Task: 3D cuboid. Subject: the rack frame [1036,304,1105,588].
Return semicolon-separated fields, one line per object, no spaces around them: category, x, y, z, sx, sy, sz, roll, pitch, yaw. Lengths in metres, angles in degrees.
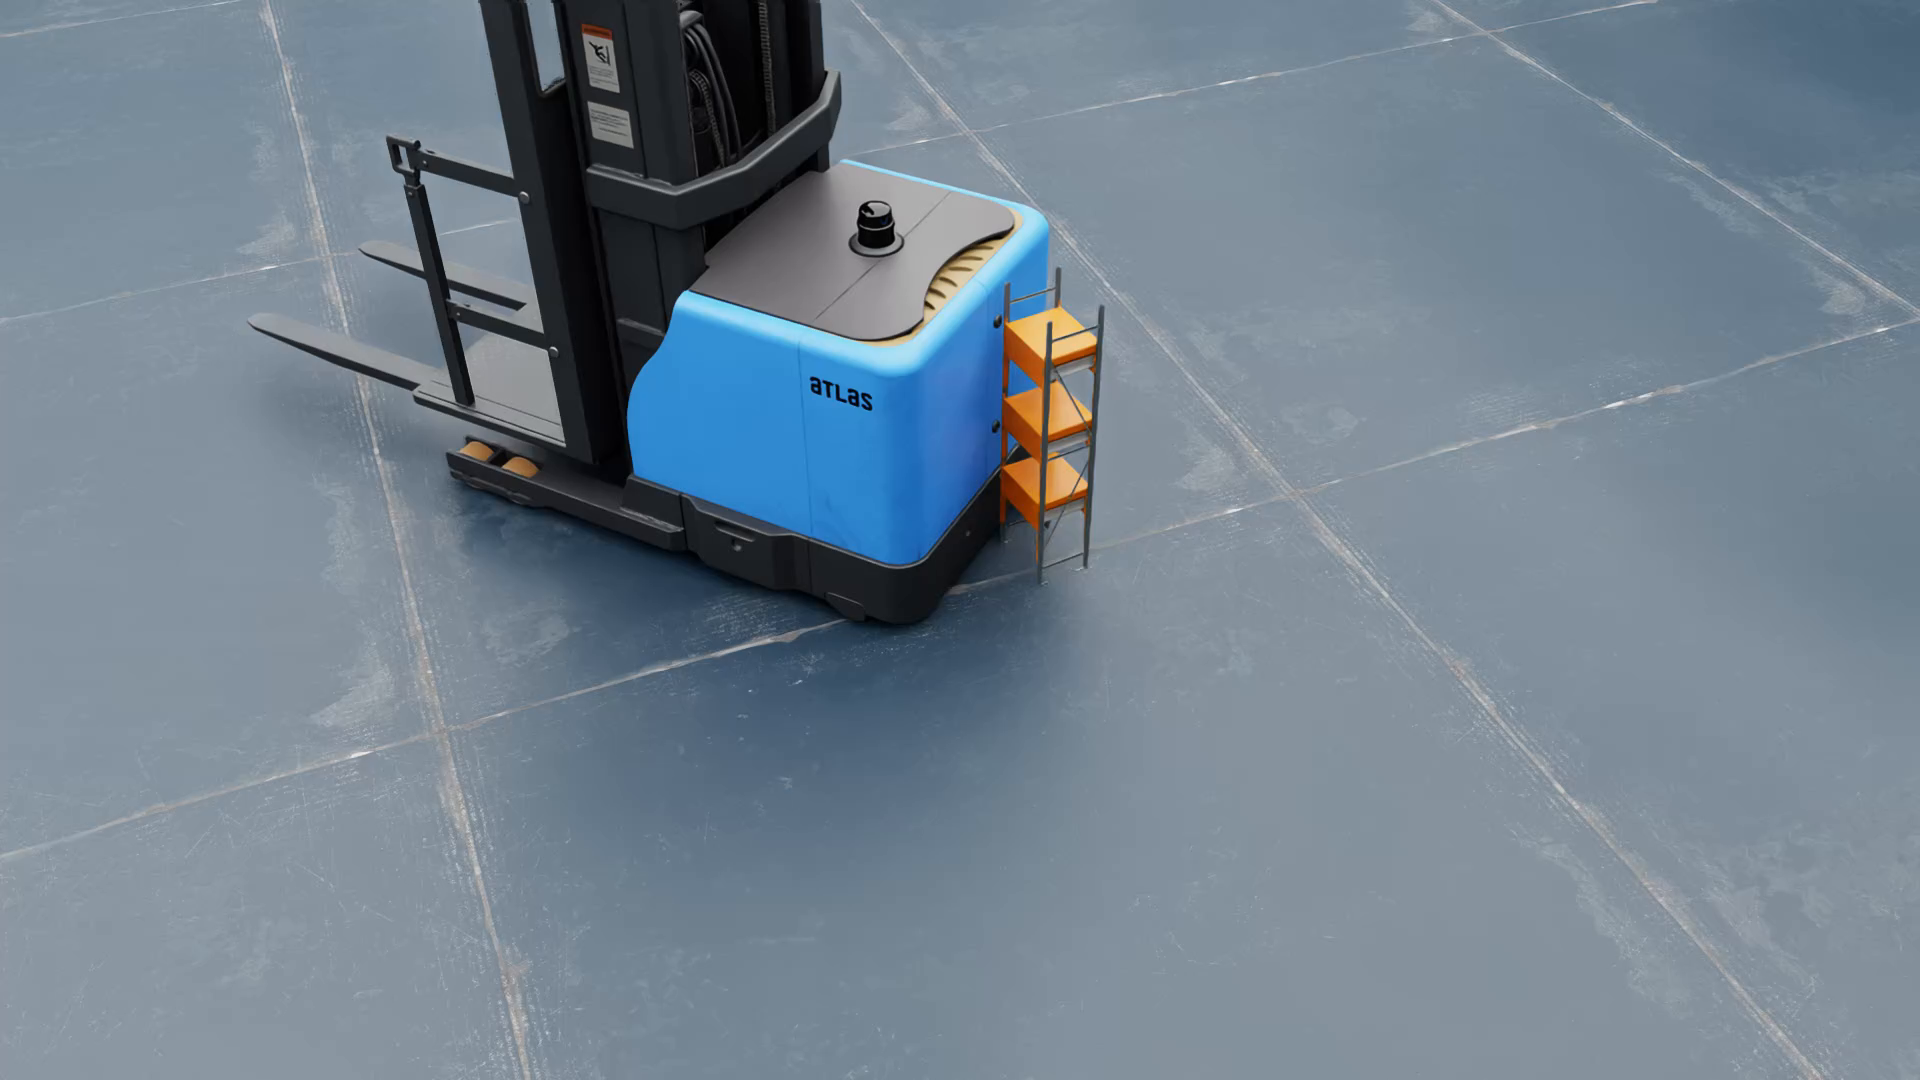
rack frame;0.344;-0.273;5.262;0.200;1.050;0.008;-20;45;-22

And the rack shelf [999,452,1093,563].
rack shelf;0.284;-0.123;5.531;0.215;0.259;0.240;-20;45;-22

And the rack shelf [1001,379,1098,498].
rack shelf;0.284;-0.334;5.349;0.215;0.259;0.240;-20;45;-22

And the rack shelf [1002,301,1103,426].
rack shelf;0.284;-0.549;5.164;0.215;0.259;0.240;-20;45;-22

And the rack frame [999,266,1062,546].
rack frame;0.224;-0.411;5.423;0.200;1.050;0.008;-20;45;-22

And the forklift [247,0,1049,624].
forklift;-1.247;-1.522;5.272;3.031;2.935;1.130;19;44;20

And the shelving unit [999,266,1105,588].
shelving unit;0.284;-0.342;5.342;0.215;1.050;0.252;-20;45;-22
